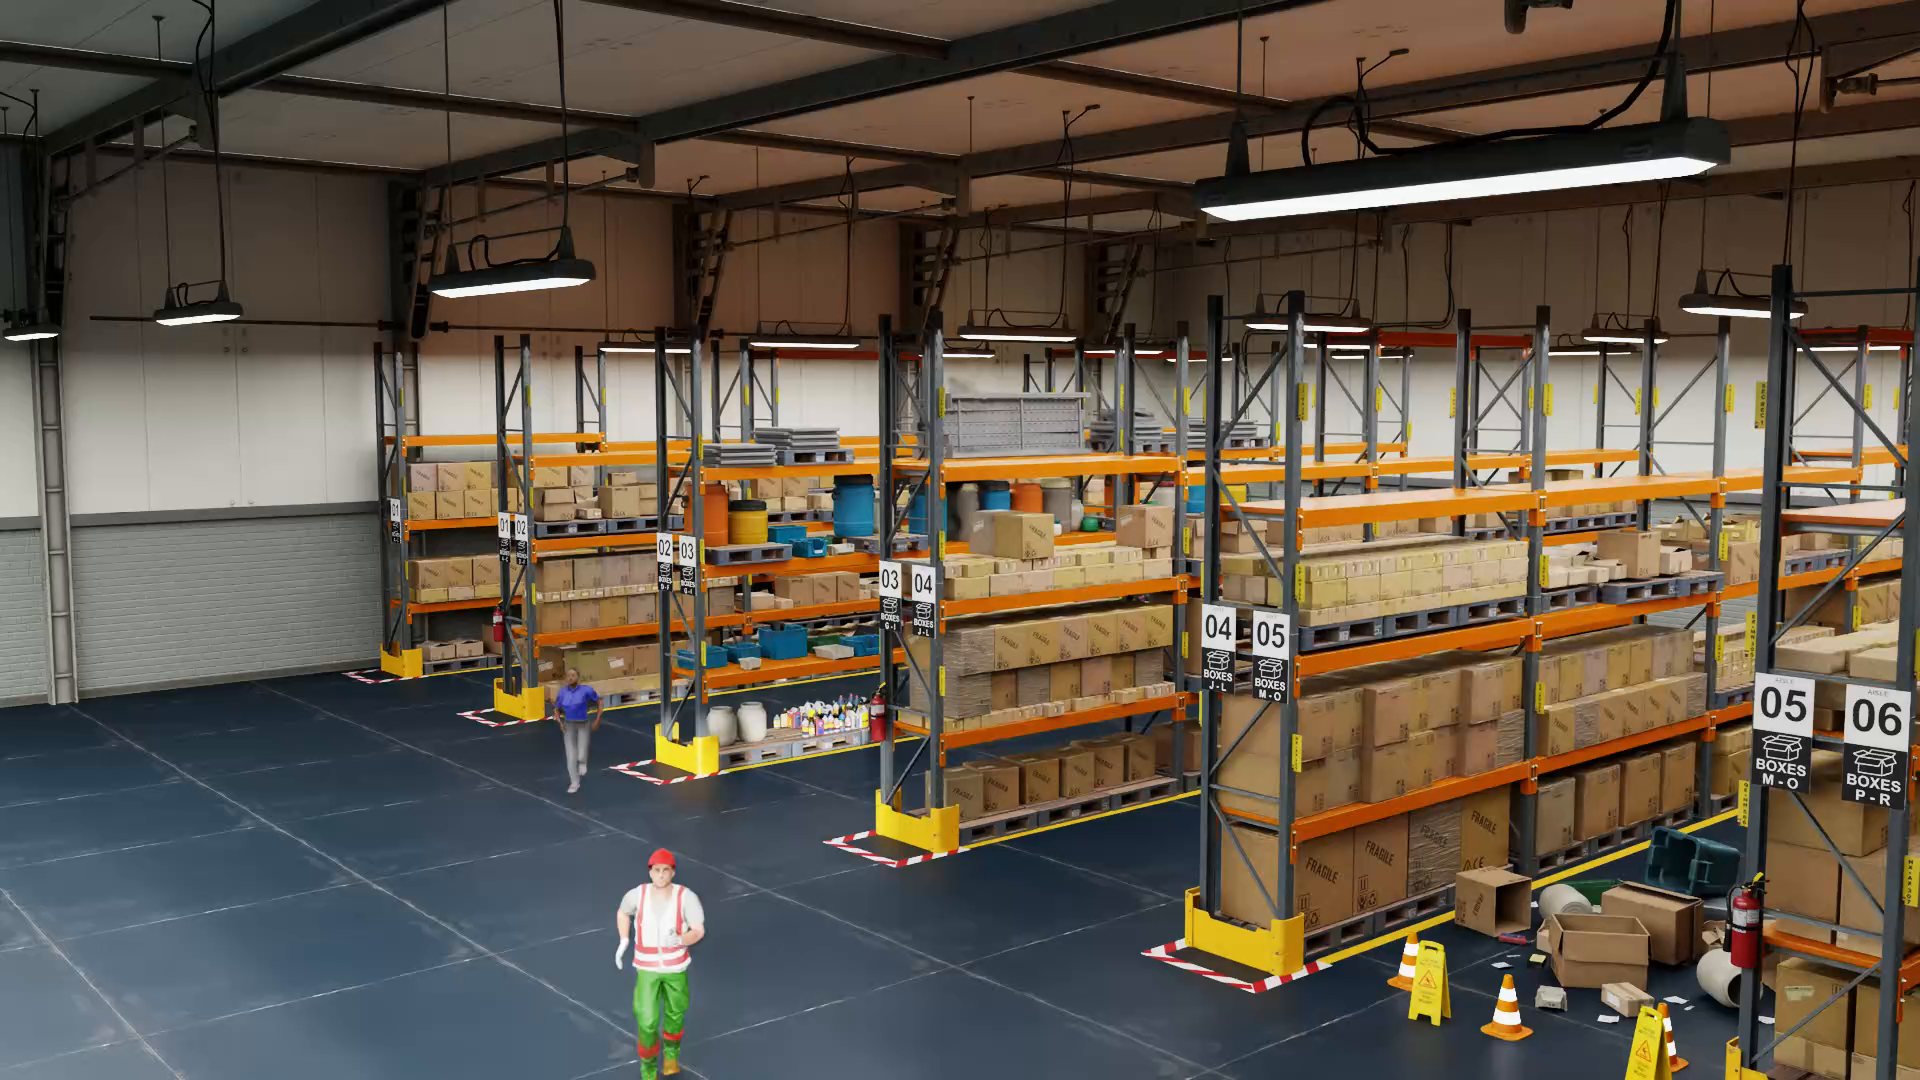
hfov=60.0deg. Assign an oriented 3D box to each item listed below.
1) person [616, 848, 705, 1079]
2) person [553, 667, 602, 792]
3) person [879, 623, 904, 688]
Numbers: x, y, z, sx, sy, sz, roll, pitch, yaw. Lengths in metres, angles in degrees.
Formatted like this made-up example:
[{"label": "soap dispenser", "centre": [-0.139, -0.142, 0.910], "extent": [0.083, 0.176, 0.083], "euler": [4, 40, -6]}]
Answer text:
[{"label": "person", "centre": [-2.188, 3.169, 12.162], "extent": [0.643, 1.842, 0.769], "euler": [-1, 5, -11]}, {"label": "person", "centre": [-4.927, 2.437, 21.349], "extent": [0.572, 1.604, 0.609], "euler": [0, 5, -2]}, {"label": "person", "centre": [-1.111, 1.898, 27.469], "extent": [0.536, 1.555, 0.545], "euler": [4, 6, 36]}]
